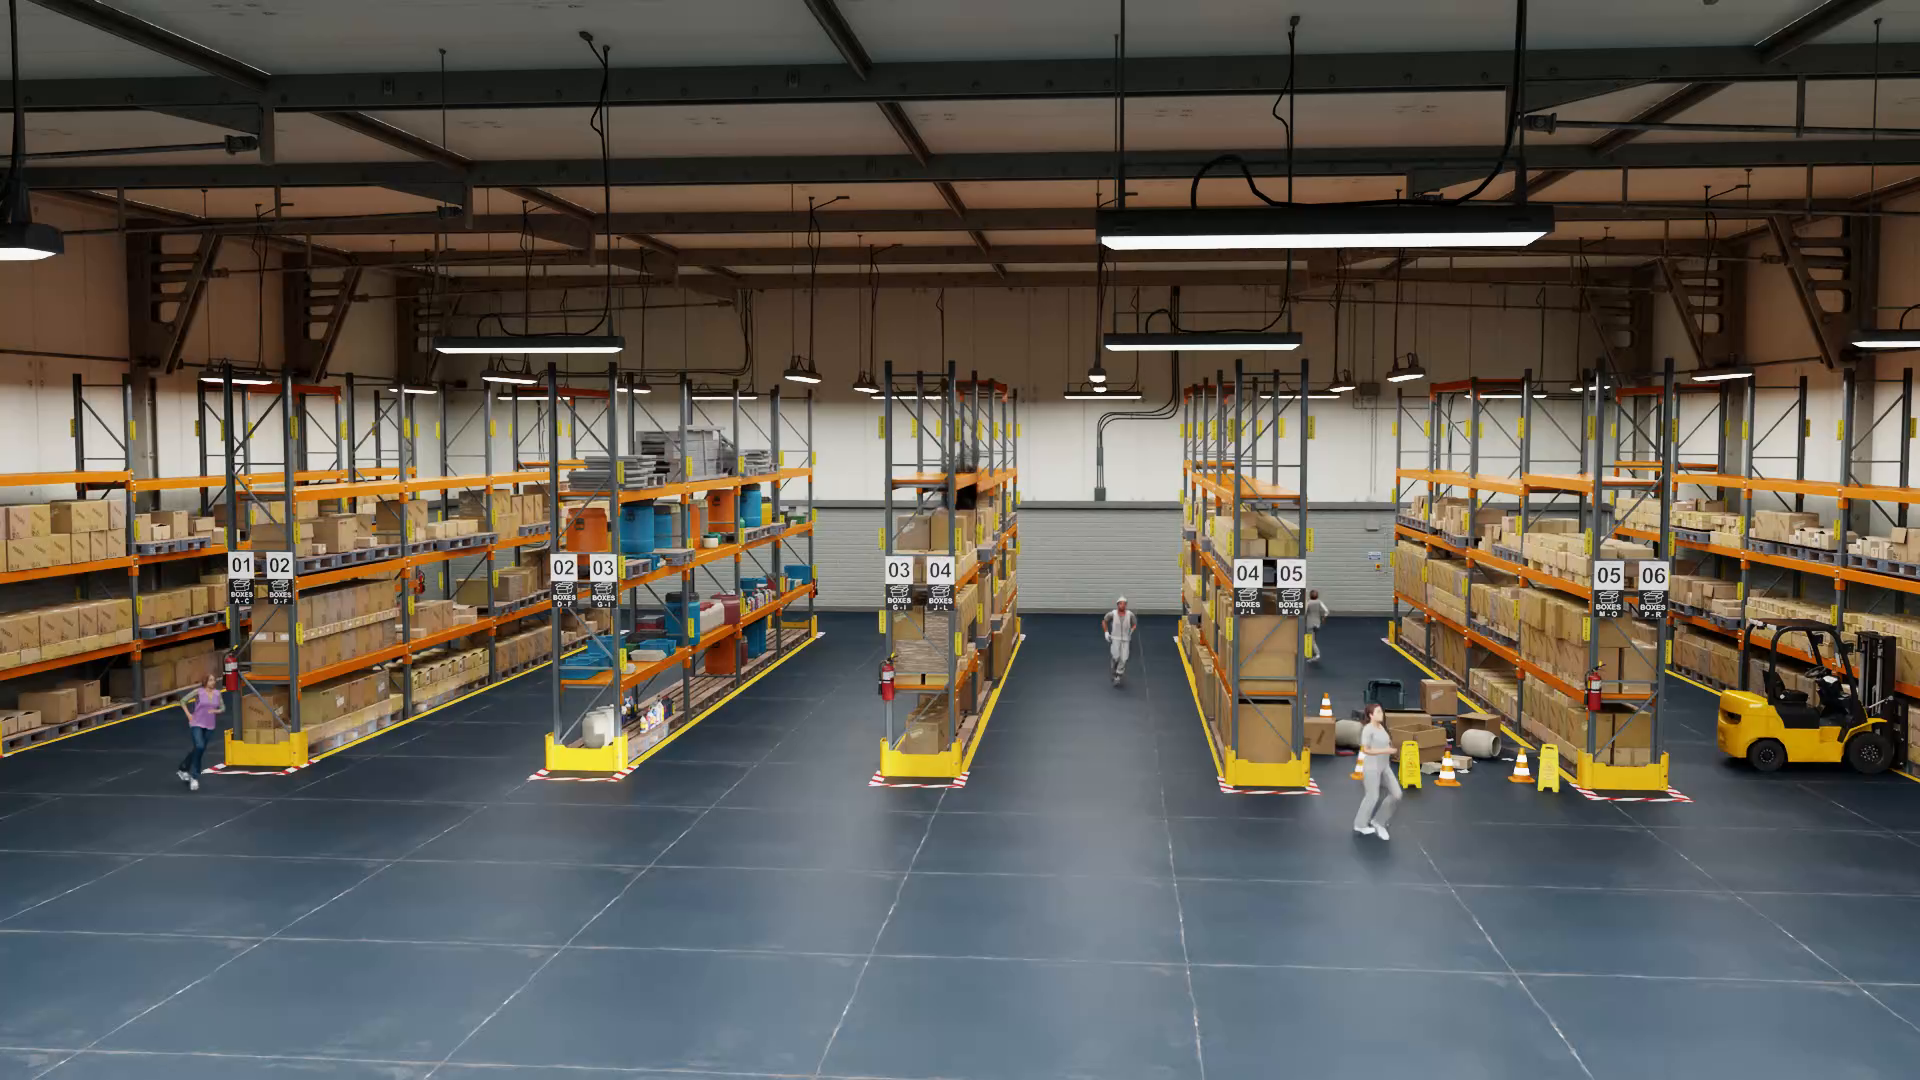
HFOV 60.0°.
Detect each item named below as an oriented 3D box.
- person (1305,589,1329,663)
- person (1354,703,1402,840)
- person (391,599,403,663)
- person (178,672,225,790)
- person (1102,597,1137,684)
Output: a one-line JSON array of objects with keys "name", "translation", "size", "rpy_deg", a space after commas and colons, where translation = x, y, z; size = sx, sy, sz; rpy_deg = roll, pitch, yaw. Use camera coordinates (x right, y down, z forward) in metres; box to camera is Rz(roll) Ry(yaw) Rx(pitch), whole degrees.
[{"name": "person", "translation": [7.549, 1.896, 35.502], "size": [0.531, 1.497, 0.883], "rpy_deg": [-1, 4, -12]}, {"name": "person", "translation": [5.126, 2.835, 20.370], "size": [0.545, 1.689, 0.654], "rpy_deg": [-3, 5, -39]}, {"name": "person", "translation": [-11.283, 2.021, 33.302], "size": [0.619, 1.680, 0.691], "rpy_deg": [1, 4, 8]}, {"name": "person", "translation": [-10.755, 2.690, 23.551], "size": [0.656, 1.617, 0.583], "rpy_deg": [3, 5, 36]}, {"name": "person", "translation": [3.153, 1.984, 32.588], "size": [0.660, 1.736, 0.591], "rpy_deg": [0, 4, -4]}]
